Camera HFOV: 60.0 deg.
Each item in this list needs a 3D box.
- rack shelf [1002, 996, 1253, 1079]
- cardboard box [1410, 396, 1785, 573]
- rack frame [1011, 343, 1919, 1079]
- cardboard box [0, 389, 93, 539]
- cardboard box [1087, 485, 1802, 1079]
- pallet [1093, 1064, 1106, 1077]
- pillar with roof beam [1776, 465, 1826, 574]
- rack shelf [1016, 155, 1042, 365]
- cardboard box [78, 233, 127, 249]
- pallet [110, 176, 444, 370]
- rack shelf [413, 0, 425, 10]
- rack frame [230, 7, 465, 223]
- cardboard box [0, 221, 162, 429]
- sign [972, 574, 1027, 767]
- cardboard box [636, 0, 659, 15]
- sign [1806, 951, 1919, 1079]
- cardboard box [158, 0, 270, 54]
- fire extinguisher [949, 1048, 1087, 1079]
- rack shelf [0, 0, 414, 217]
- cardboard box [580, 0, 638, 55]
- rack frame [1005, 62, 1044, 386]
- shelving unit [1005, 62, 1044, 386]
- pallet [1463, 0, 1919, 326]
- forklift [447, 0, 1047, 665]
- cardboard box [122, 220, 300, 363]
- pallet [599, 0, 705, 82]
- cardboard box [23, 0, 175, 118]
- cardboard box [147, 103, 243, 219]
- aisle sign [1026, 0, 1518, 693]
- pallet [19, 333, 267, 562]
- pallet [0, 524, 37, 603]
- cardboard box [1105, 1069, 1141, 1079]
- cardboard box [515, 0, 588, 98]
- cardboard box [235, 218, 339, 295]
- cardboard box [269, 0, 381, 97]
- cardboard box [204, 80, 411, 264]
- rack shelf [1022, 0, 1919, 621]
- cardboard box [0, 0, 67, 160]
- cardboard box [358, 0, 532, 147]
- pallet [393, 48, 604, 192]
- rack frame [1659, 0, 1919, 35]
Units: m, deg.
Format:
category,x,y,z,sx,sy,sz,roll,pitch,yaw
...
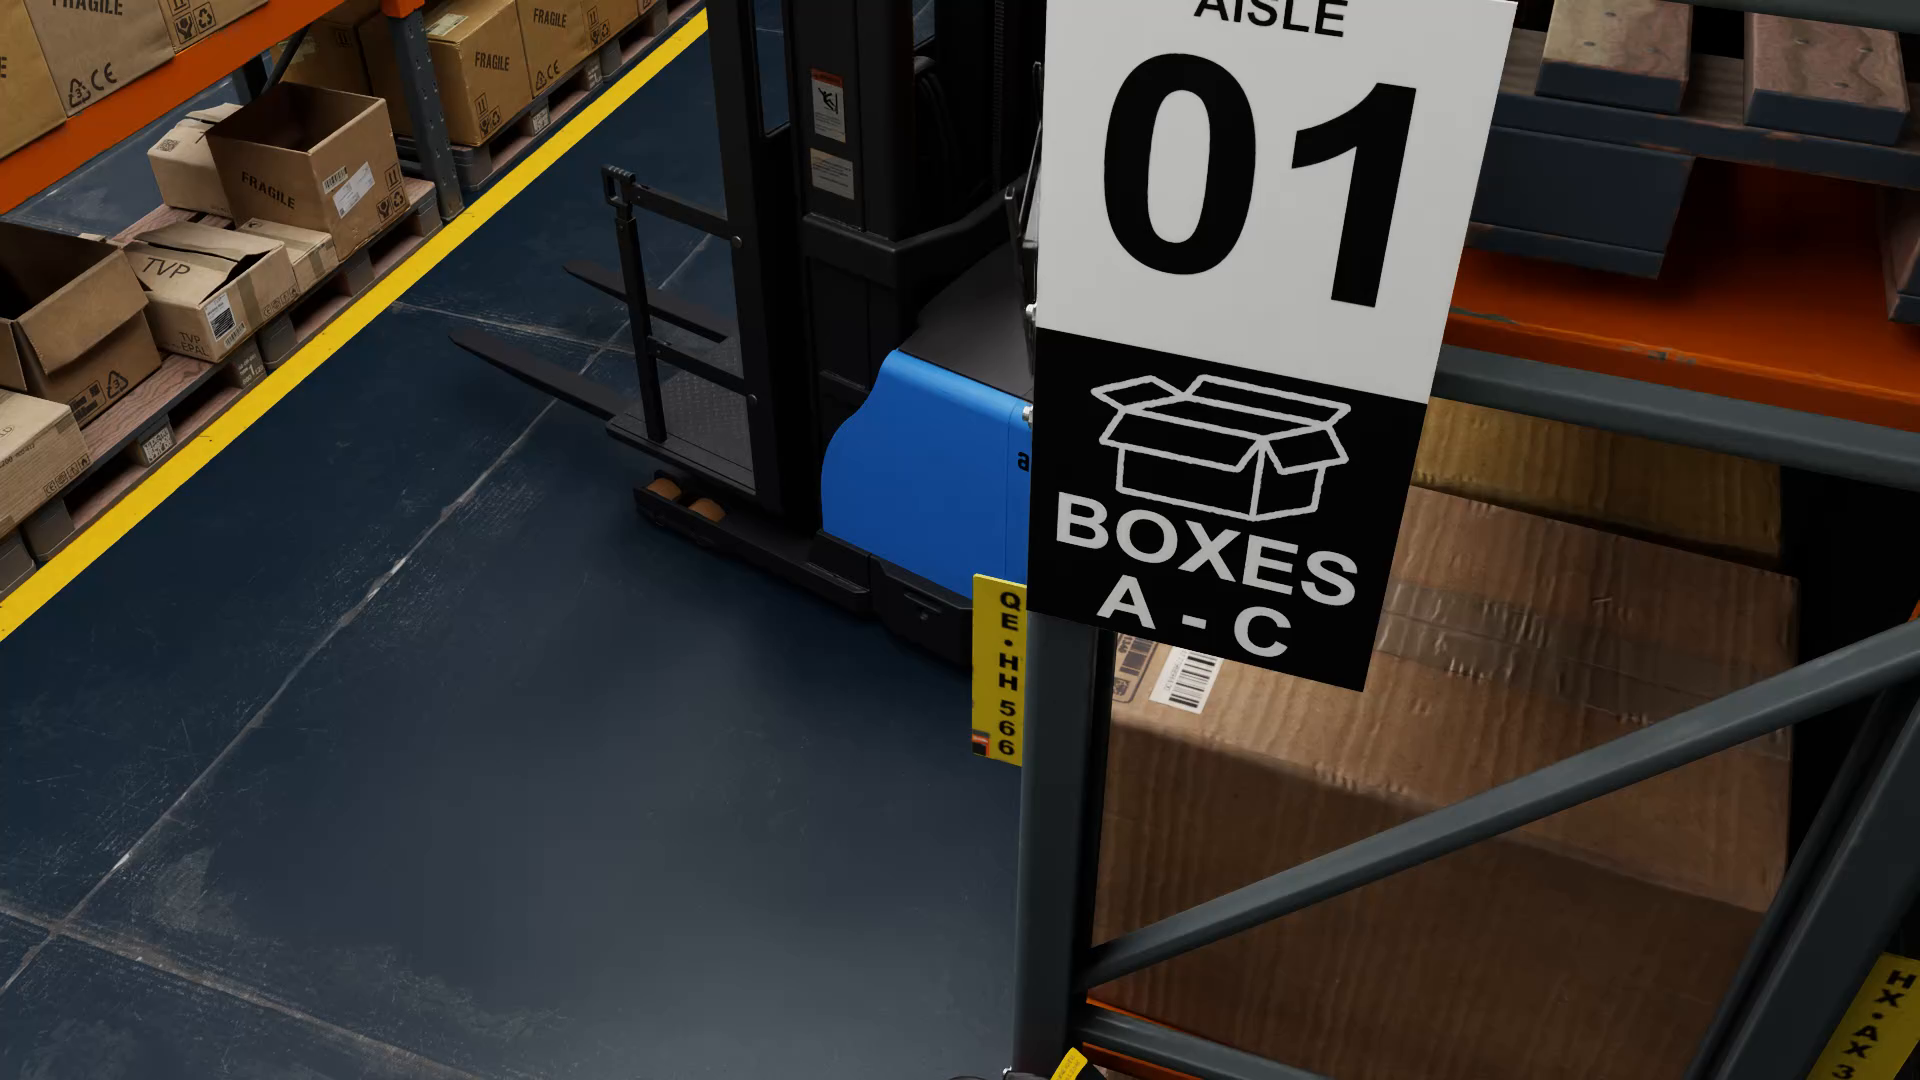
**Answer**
category,x,y,z,sx,sy,sz,roll,pitch,yaw
rack shelf,1.253,-0.109,4.121,1.077,0.370,4.000,13,42,15
cardboard box,0.972,-0.037,3.251,0.980,0.700,0.700,13,42,15
rack frame,0.569,0.837,2.458,1.000,3.000,0.127,13,42,15
cardboard box,-3.293,-0.260,5.524,0.500,0.250,0.500,13,42,15
cardboard box,0.734,0.409,2.728,0.980,0.700,0.700,15,43,17
pallet,0.769,1.393,3.955,1.003,0.211,1.213,13,42,15
pillar with roof beam,-1.535,-4.222,3.765,9.100,9.000,0.400,13,42,15
rack shelf,0.416,-0.640,3.707,0.480,0.518,0.431,5,58,12
cardboard box,-3.353,-1.052,6.516,0.380,0.166,0.250,13,42,15
pallet,-2.955,-1.221,7.018,1.003,0.211,1.213,13,42,15
rack shelf,-2.036,-3.646,8.267,1.077,0.370,4.000,13,42,15
rack frame,-2.719,-2.700,6.604,1.000,3.000,0.127,13,42,15
cardboard box,-3.357,-0.771,5.927,0.797,0.503,0.637,13,42,15
sign,0.064,0.177,2.157,0.100,0.325,0.005,13,42,15
cardboard box,-1.802,-3.097,8.655,0.500,0.500,0.500,12,42,13
sign,1.089,0.604,2.003,0.100,0.325,0.005,13,42,15
cardboard box,-2.824,-2.062,5.778,0.500,0.500,0.500,14,43,16
fire extinguisher,0.084,0.998,2.617,0.296,0.674,0.183,13,42,15
rack shelf,-3.403,-1.207,5.407,1.077,0.370,4.000,13,42,15
cardboard box,-1.975,-2.788,8.294,0.500,0.500,0.500,14,42,16
rack frame,0.266,-0.292,4.329,0.015,2.100,0.400,5,58,12
shelving unit,0.504,-0.272,4.280,0.503,2.100,0.431,5,58,12
pallet,0.813,-0.725,2.046,1.003,0.211,1.213,13,42,15
forklift,-0.518,-1.348,5.071,3.031,2.935,1.130,24,46,26
cardboard box,-2.904,-0.977,6.316,0.500,0.311,0.500,13,42,15
pallet,-2.061,-2.890,8.975,1.003,0.211,1.213,13,42,15
cardboard box,-2.998,-1.748,5.410,0.500,0.500,0.500,14,42,16
cardboard box,-3.066,-1.637,7.090,0.500,0.311,0.500,13,42,15
aisle sign,0.263,-0.175,1.641,0.394,0.787,0.004,13,42,15
pallet,-3.371,-0.474,6.143,1.003,0.211,1.213,13,42,15
pallet,-3.790,0.268,5.274,1.003,0.211,1.213,13,42,15
cardboard box,0.714,1.179,3.660,0.700,0.500,0.500,13,42,15
cardboard box,-2.153,-2.485,7.939,0.500,0.500,0.500,14,42,16
cardboard box,-2.720,-1.130,6.621,0.380,0.149,0.250,13,42,15
cardboard box,-2.820,-2.281,7.700,0.500,0.500,0.500,13,42,15
cardboard box,-2.648,-1.506,6.791,0.500,0.500,0.500,13,42,15
rack shelf,1.253,-1.251,3.148,1.077,0.370,4.000,13,42,15
cardboard box,-3.169,-1.436,5.046,0.500,0.500,0.500,14,42,16
cardboard box,-2.325,-2.157,7.555,0.500,0.500,0.500,11,42,13
pallet,-2.477,-2.144,8.100,1.003,0.211,1.213,13,42,15
rack frame,0.569,-1.446,0.511,1.000,3.000,0.127,13,42,15
